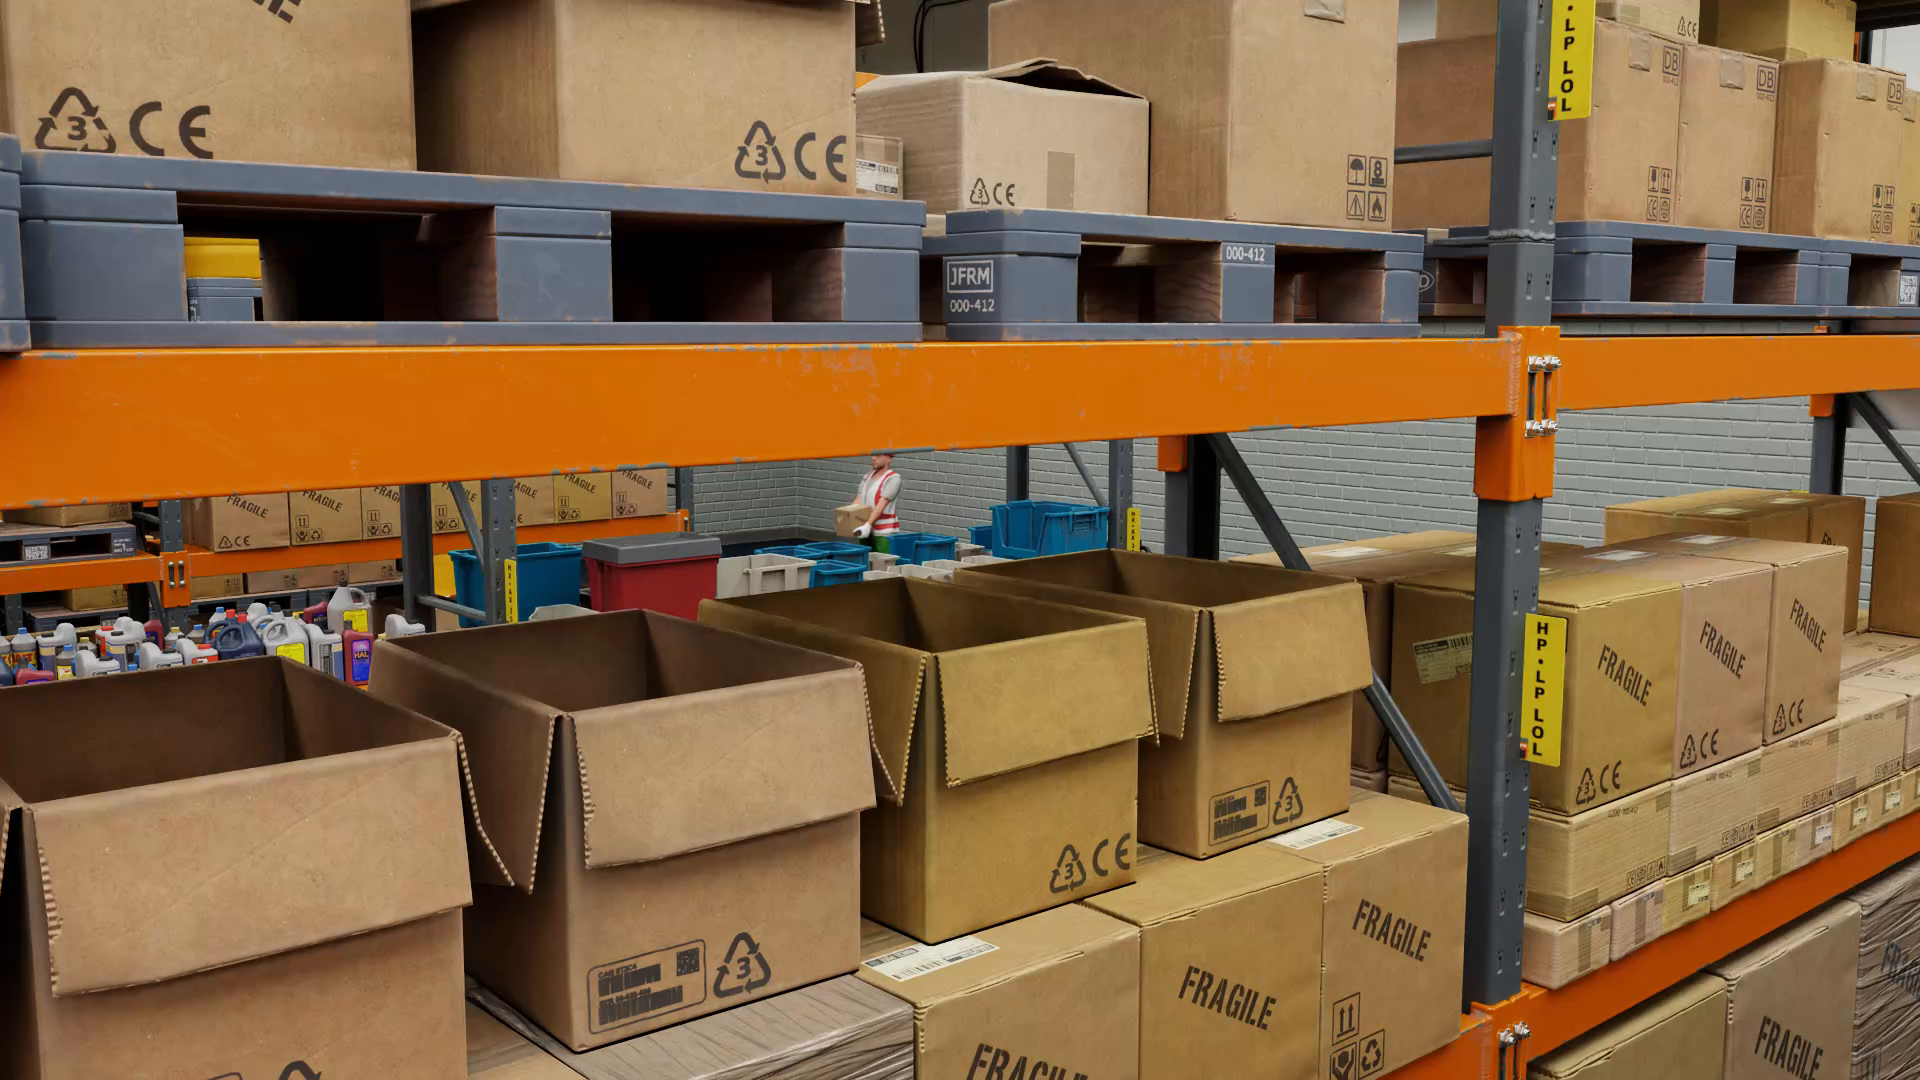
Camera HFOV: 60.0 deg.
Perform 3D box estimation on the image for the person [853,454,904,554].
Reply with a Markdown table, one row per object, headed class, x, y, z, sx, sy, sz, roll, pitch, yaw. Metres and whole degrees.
| class | x | y | z | sx | sy | sz | roll | pitch | yaw |
| --- | --- | --- | --- | --- | --- | --- | --- | --- | --- |
| person | -0.836 | -0.031 | 15.432 | 0.563 | 1.784 | 0.494 | -6 | 10 | -40 |
